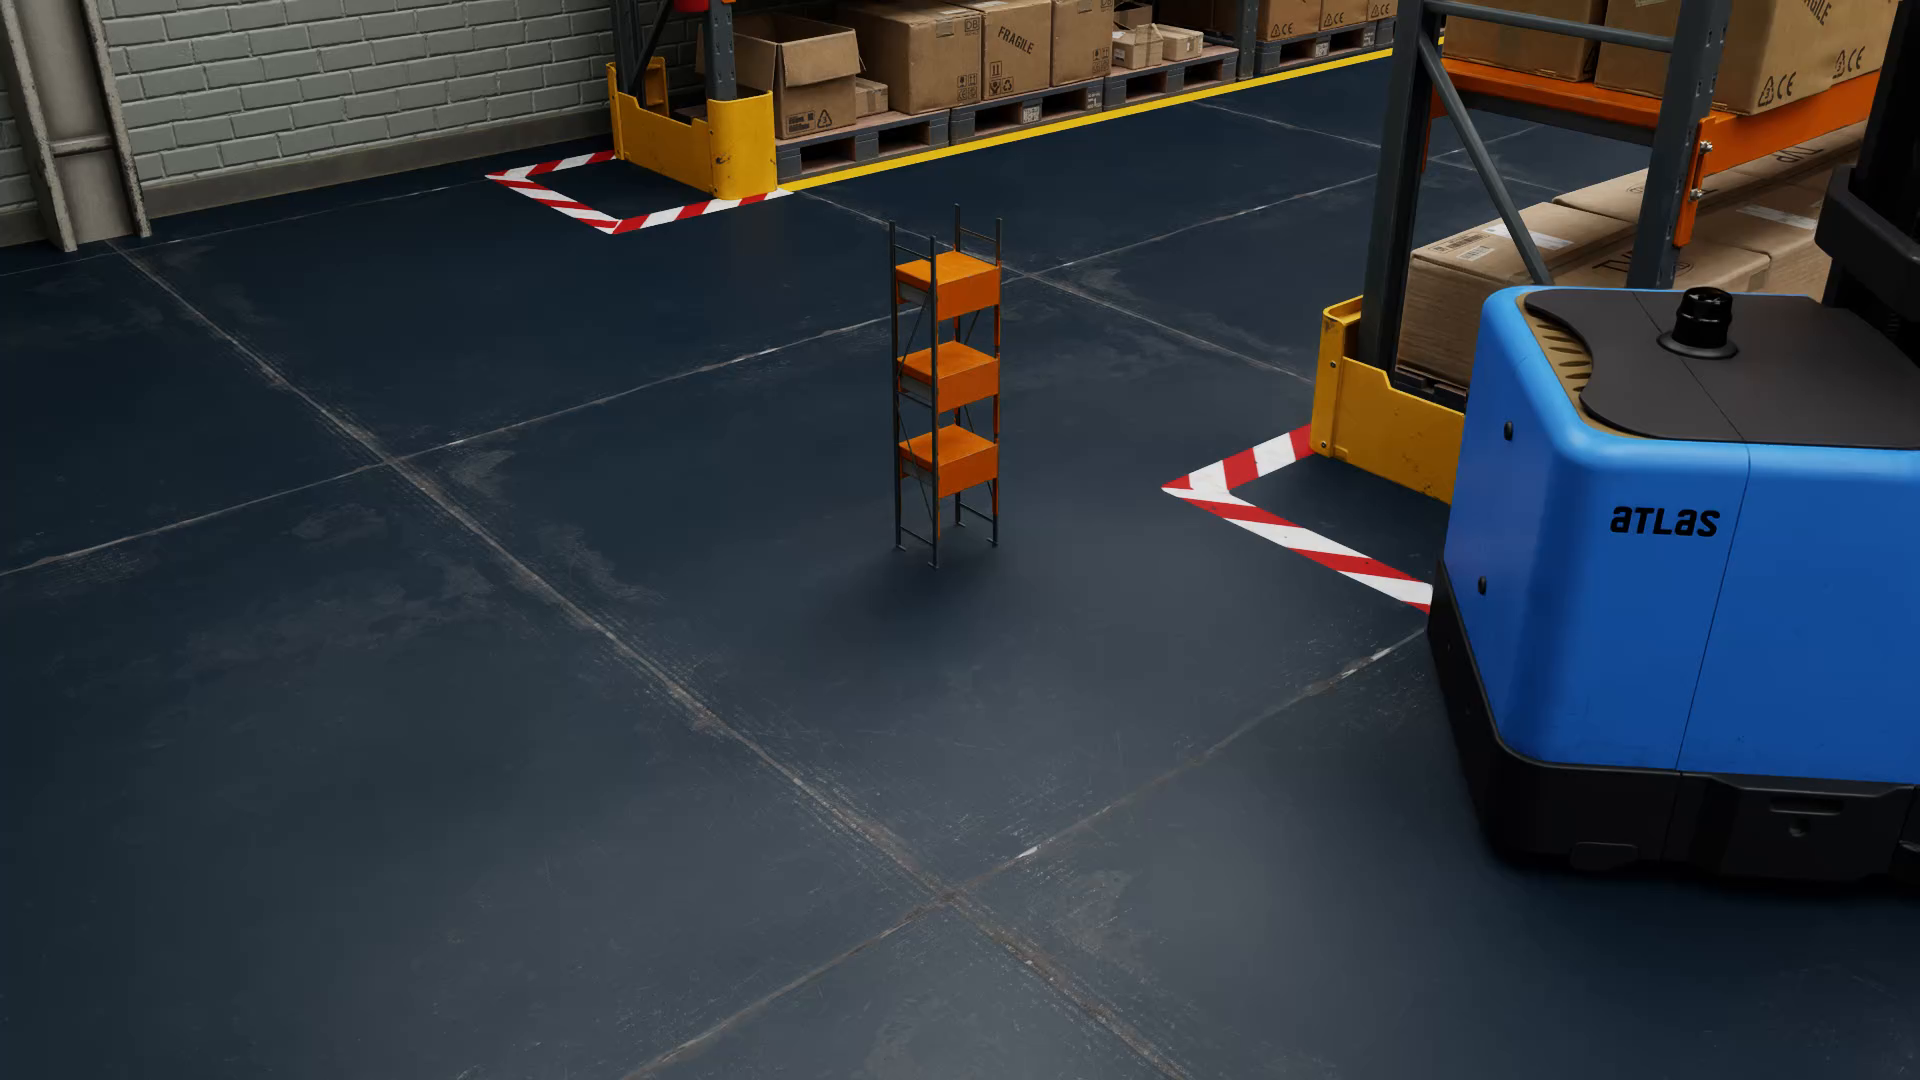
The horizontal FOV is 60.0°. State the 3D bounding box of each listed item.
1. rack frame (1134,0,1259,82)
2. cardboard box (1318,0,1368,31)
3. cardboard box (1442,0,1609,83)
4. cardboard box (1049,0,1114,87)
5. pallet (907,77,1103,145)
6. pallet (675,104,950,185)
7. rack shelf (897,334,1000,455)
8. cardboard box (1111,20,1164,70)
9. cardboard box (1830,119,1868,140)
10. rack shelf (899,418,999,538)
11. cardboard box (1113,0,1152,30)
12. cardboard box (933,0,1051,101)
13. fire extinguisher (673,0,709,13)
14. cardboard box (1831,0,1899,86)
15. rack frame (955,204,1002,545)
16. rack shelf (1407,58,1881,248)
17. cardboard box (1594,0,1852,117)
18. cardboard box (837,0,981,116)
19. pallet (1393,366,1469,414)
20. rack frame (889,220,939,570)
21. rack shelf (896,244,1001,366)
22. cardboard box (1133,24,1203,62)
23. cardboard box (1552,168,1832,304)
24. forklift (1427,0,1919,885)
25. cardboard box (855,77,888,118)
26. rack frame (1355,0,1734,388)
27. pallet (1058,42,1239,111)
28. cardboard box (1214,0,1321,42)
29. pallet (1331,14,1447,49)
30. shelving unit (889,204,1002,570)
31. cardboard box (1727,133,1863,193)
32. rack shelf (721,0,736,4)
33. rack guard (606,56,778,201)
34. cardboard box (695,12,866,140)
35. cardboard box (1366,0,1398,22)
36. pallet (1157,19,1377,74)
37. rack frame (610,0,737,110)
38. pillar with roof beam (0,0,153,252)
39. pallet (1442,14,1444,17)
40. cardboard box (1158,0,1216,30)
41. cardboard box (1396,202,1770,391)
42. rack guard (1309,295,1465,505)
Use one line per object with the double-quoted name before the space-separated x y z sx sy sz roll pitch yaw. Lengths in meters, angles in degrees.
"rack frame" 1.551 -4.506 10.500 0.127 3.000 1.000 -22 35 -35
"cardboard box" 2.463 -3.823 11.427 0.500 0.500 0.500 -22 35 -36
"cardboard box" 1.927 -1.791 5.312 0.500 0.500 0.500 -22 35 -35
"cardboard box" 0.500 -3.084 10.044 0.500 0.500 0.700 -23 36 -37
"pallet" 0.099 -2.691 10.063 1.213 0.211 1.003 -22 35 -35
"pallet" -0.829 -2.320 9.368 1.213 0.211 1.003 -22 35 -35
"rack shelf" -0.041 -0.437 4.977 0.240 0.259 0.215 -22 35 -35
"cardboard box" 1.046 -3.101 10.325 0.258 0.266 0.396 -20 34 -33
"cardboard box" 4.228 -1.629 7.389 0.875 0.438 0.875 -22 35 -36
"rack shelf" -0.041 -0.192 5.108 0.240 0.259 0.215 -22 35 -35
"cardboard box" 0.895 -3.388 10.815 0.500 0.311 0.500 -20 34 -33
"cardboard box" 0.177 -2.892 9.686 0.500 0.500 0.500 -21 35 -34
"fire extinguisher" -1.304 -2.873 7.922 0.183 0.674 0.296 -22 35 -35
"cardboard box" 2.650 -1.757 5.249 0.500 0.500 0.500 -22 35 -36
"rack frame" 0.052 -0.484 5.042 0.008 1.050 0.200 -22 35 -35
"rack shelf" 3.254 -1.799 6.196 4.000 0.370 1.077 -22 35 -35
"cardboard box" 2.284 -1.592 4.940 0.500 0.500 0.500 -22 35 -35
"cardboard box" -0.290 -2.766 9.450 0.500 0.500 0.700 -20 34 -33
"pallet" 2.290 -0.547 6.049 1.213 0.211 1.003 -22 35 -35
"rack frame" -0.134 -0.409 4.902 0.008 1.050 0.200 -22 35 -35
"rack shelf" -0.041 -0.688 4.843 0.240 0.259 0.215 -22 35 -35
"cardboard box" 1.317 -3.158 10.557 0.250 0.149 0.380 -23 36 -36
"cardboard box" 2.860 -1.080 6.361 0.875 0.438 0.875 -21 34 -34
"forklift" 2.758 -0.698 3.447 3.031 2.935 1.130 3 28 5
"cardboard box" -0.617 -2.480 9.287 0.250 0.149 0.380 -24 36 -37
"rack frame" 1.732 -1.504 4.882 0.127 3.000 1.000 -22 35 -35
"pallet" 1.028 -3.067 10.765 1.213 0.211 1.003 -22 35 -35
"cardboard box" 2.065 -3.656 11.116 0.500 0.500 0.500 -20 34 -33
"pallet" 3.074 -3.914 12.350 1.213 0.211 1.003 -22 35 -35
"shelving unit" -0.041 -0.447 4.972 0.252 1.050 0.215 -22 35 -35
"cardboard box" 3.547 -1.355 6.876 0.875 0.438 0.875 -23 36 -36
"rack shelf" 0.029 -3.577 9.525 4.000 0.370 1.077 -22 35 -35
"rack guard" -1.434 -2.203 8.843 0.348 0.500 1.175 -22 35 -35
"cardboard box" -0.965 -2.520 8.986 0.637 0.503 0.797 -24 36 -37
"cardboard box" 2.846 -3.974 11.710 0.500 0.500 0.500 -23 36 -36
"pallet" 2.145 -3.539 11.648 1.213 0.211 1.003 -22 35 -35
"rack frame" -1.492 -3.283 8.210 0.127 3.000 1.000 -22 35 -35
"pillar with roof beam" -1.334 -3.883 2.969 0.400 9.000 9.100 -22 35 -35
"pallet" 4.001 -4.285 13.045 1.213 0.211 1.003 -22 35 -35
"cardboard box" 1.732 -3.845 11.469 0.500 0.500 0.500 -22 35 -35
"cardboard box" 2.169 -0.797 5.832 0.875 0.438 0.875 -23 36 -37
"rack guard" 1.714 -0.394 5.457 0.348 0.500 1.175 -22 35 -35
